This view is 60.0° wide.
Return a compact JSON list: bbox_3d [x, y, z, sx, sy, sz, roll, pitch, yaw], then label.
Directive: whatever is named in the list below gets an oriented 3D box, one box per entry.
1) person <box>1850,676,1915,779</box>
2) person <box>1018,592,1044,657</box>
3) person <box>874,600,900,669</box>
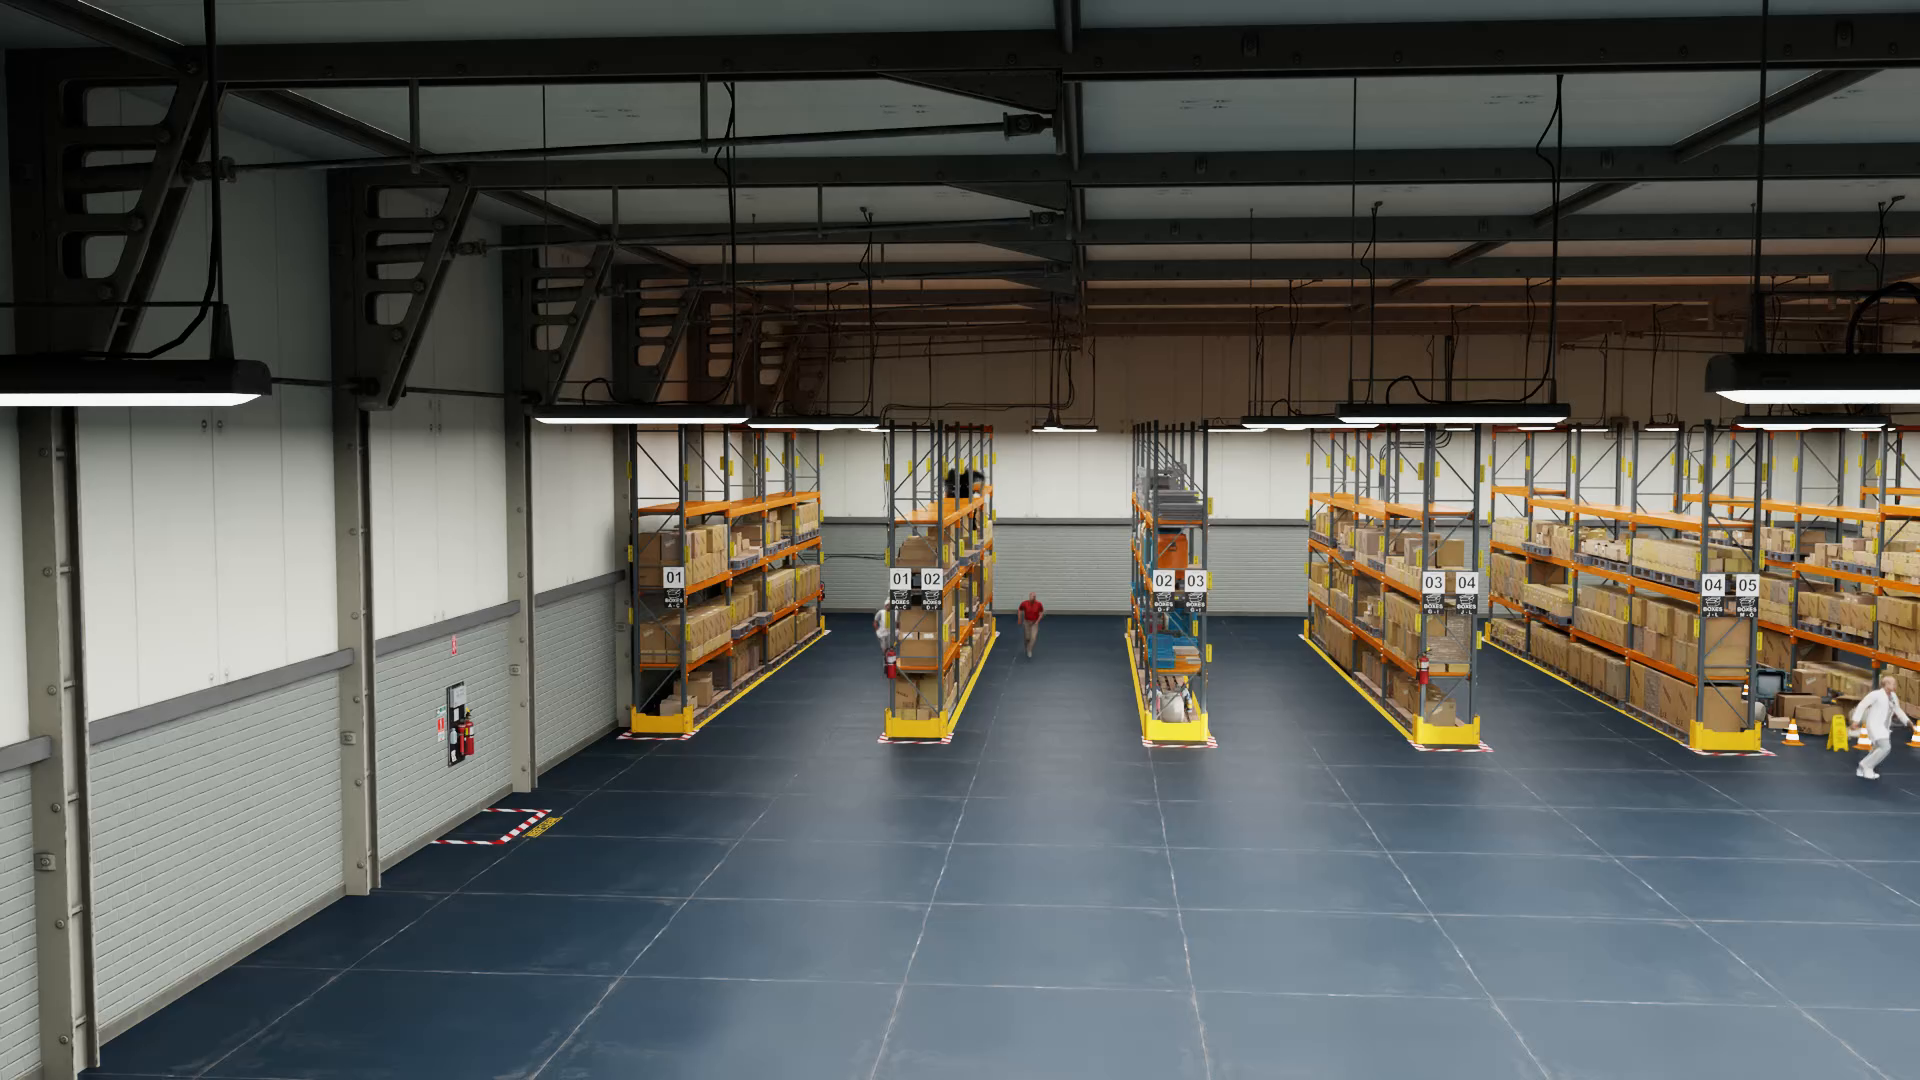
[{"bbox_3d":[15.248,3.103,27.453,0.698,1.725,0.817,-2,4,-29],"label":"person"},{"bbox_3d":[1.838,2.175,43.082,0.652,1.667,0.681,-1,4,-11],"label":"person"},{"bbox_3d":[-1.775,2.300,40.595,0.680,1.722,0.585,-1,4,-8],"label":"person"}]
